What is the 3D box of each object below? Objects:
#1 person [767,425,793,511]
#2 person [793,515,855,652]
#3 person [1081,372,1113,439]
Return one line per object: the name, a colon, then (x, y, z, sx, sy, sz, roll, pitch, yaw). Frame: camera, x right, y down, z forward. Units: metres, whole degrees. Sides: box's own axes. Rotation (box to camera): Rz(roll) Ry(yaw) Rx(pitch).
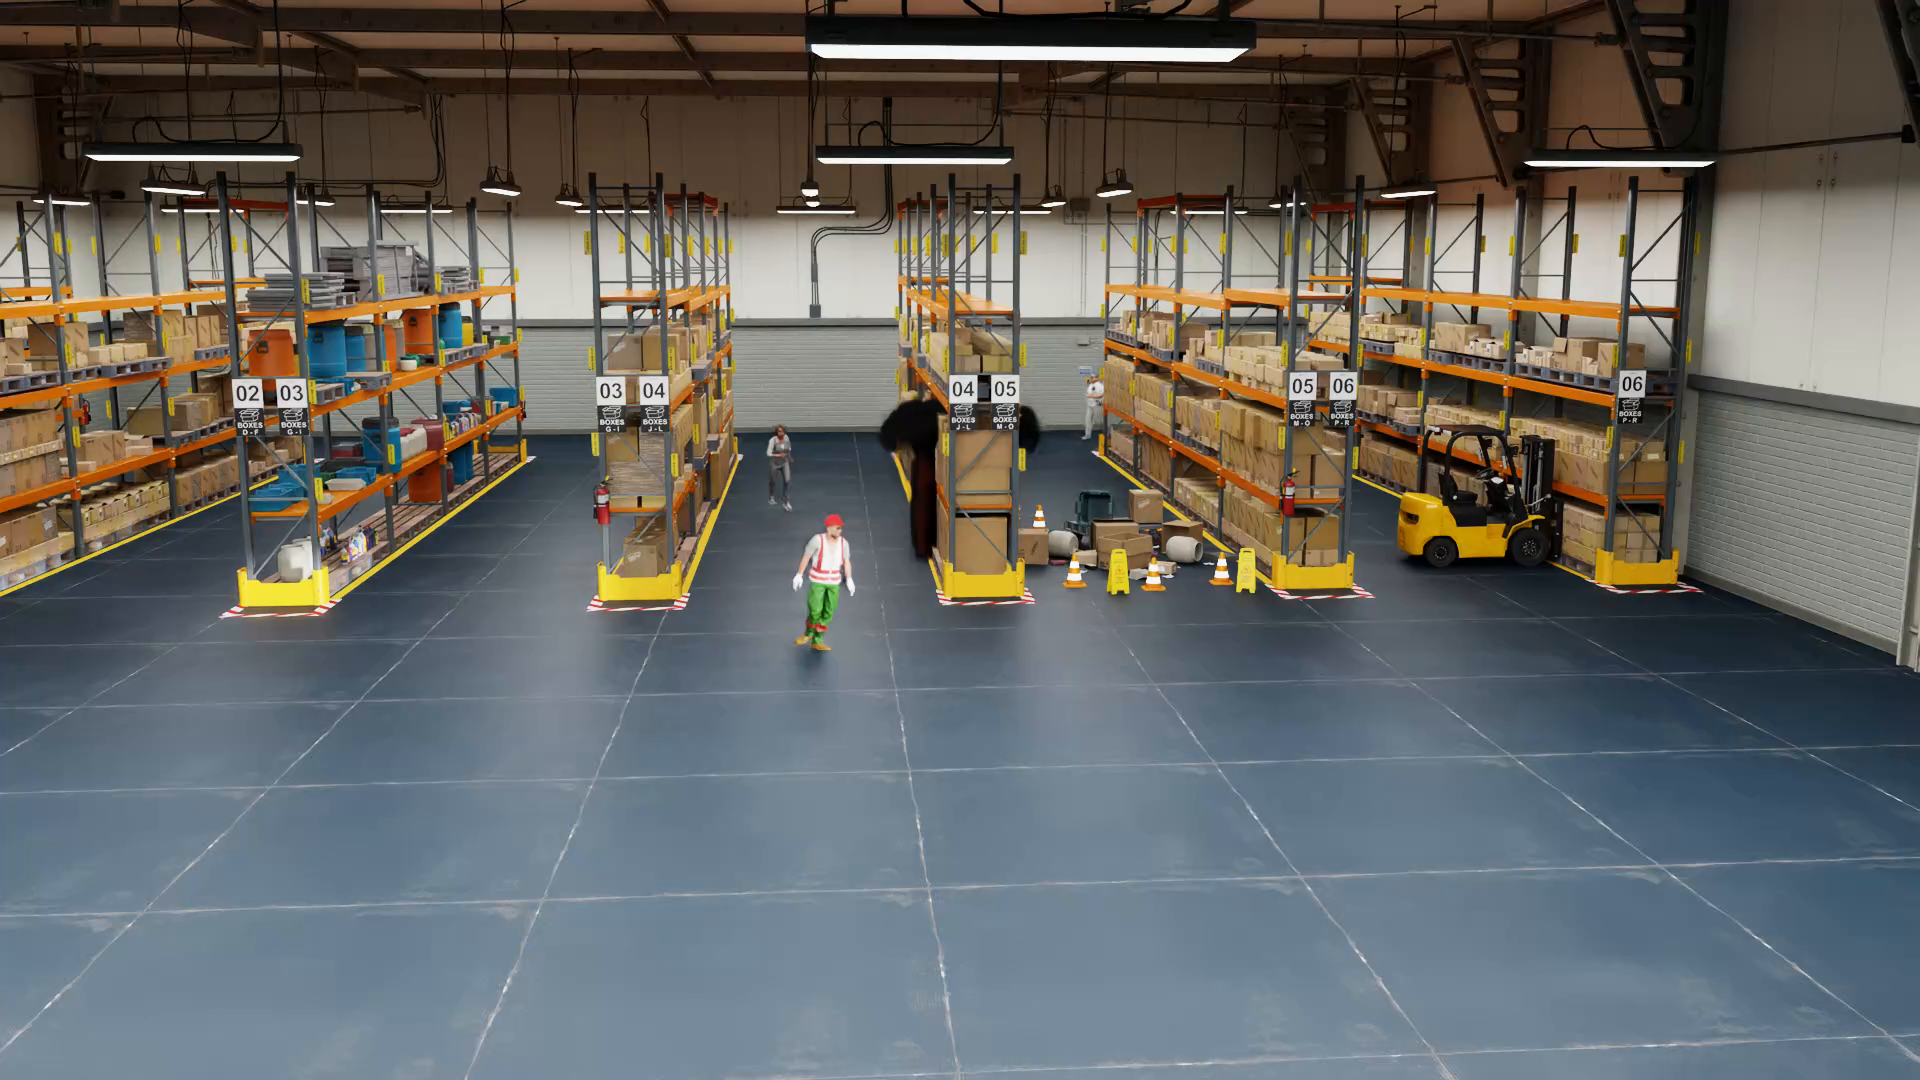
person: (-3.299, -1.339, 30.365, 0.549, 1.570, 0.886, -5, 11, -25)
person: (-1.689, 0.532, 20.689, 0.696, 1.749, 0.591, -5, 11, -27)
person: (3.560, -3.515, 43.431, 0.933, 1.758, 0.672, -5, 11, -27)
